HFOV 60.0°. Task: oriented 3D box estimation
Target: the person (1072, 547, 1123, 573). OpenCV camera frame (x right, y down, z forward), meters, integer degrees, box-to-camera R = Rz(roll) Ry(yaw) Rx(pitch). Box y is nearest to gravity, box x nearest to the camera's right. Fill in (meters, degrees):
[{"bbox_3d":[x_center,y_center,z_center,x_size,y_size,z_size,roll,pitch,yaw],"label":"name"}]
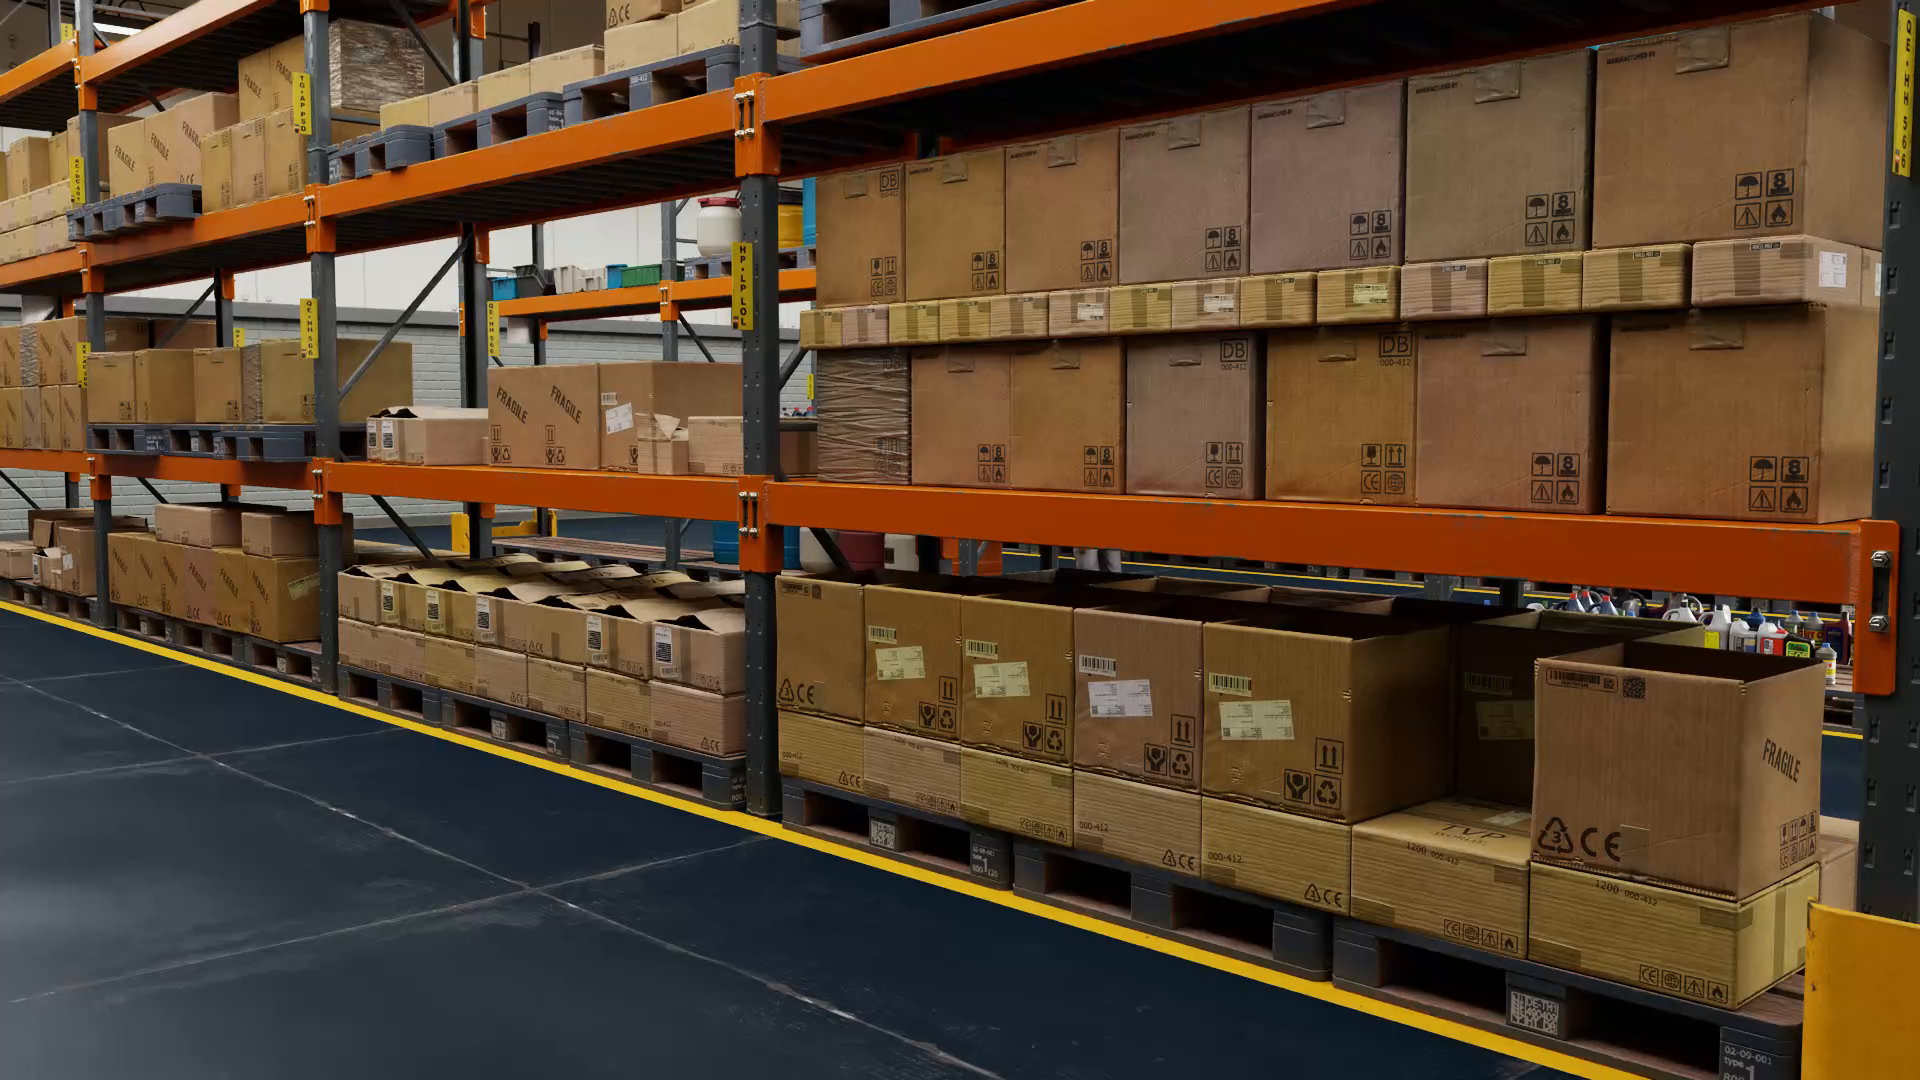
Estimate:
[{"bbox_3d":[0.883,-0.027,10.649,0.461,1.593,0.343,-4,6,-43],"label":"person"}]
